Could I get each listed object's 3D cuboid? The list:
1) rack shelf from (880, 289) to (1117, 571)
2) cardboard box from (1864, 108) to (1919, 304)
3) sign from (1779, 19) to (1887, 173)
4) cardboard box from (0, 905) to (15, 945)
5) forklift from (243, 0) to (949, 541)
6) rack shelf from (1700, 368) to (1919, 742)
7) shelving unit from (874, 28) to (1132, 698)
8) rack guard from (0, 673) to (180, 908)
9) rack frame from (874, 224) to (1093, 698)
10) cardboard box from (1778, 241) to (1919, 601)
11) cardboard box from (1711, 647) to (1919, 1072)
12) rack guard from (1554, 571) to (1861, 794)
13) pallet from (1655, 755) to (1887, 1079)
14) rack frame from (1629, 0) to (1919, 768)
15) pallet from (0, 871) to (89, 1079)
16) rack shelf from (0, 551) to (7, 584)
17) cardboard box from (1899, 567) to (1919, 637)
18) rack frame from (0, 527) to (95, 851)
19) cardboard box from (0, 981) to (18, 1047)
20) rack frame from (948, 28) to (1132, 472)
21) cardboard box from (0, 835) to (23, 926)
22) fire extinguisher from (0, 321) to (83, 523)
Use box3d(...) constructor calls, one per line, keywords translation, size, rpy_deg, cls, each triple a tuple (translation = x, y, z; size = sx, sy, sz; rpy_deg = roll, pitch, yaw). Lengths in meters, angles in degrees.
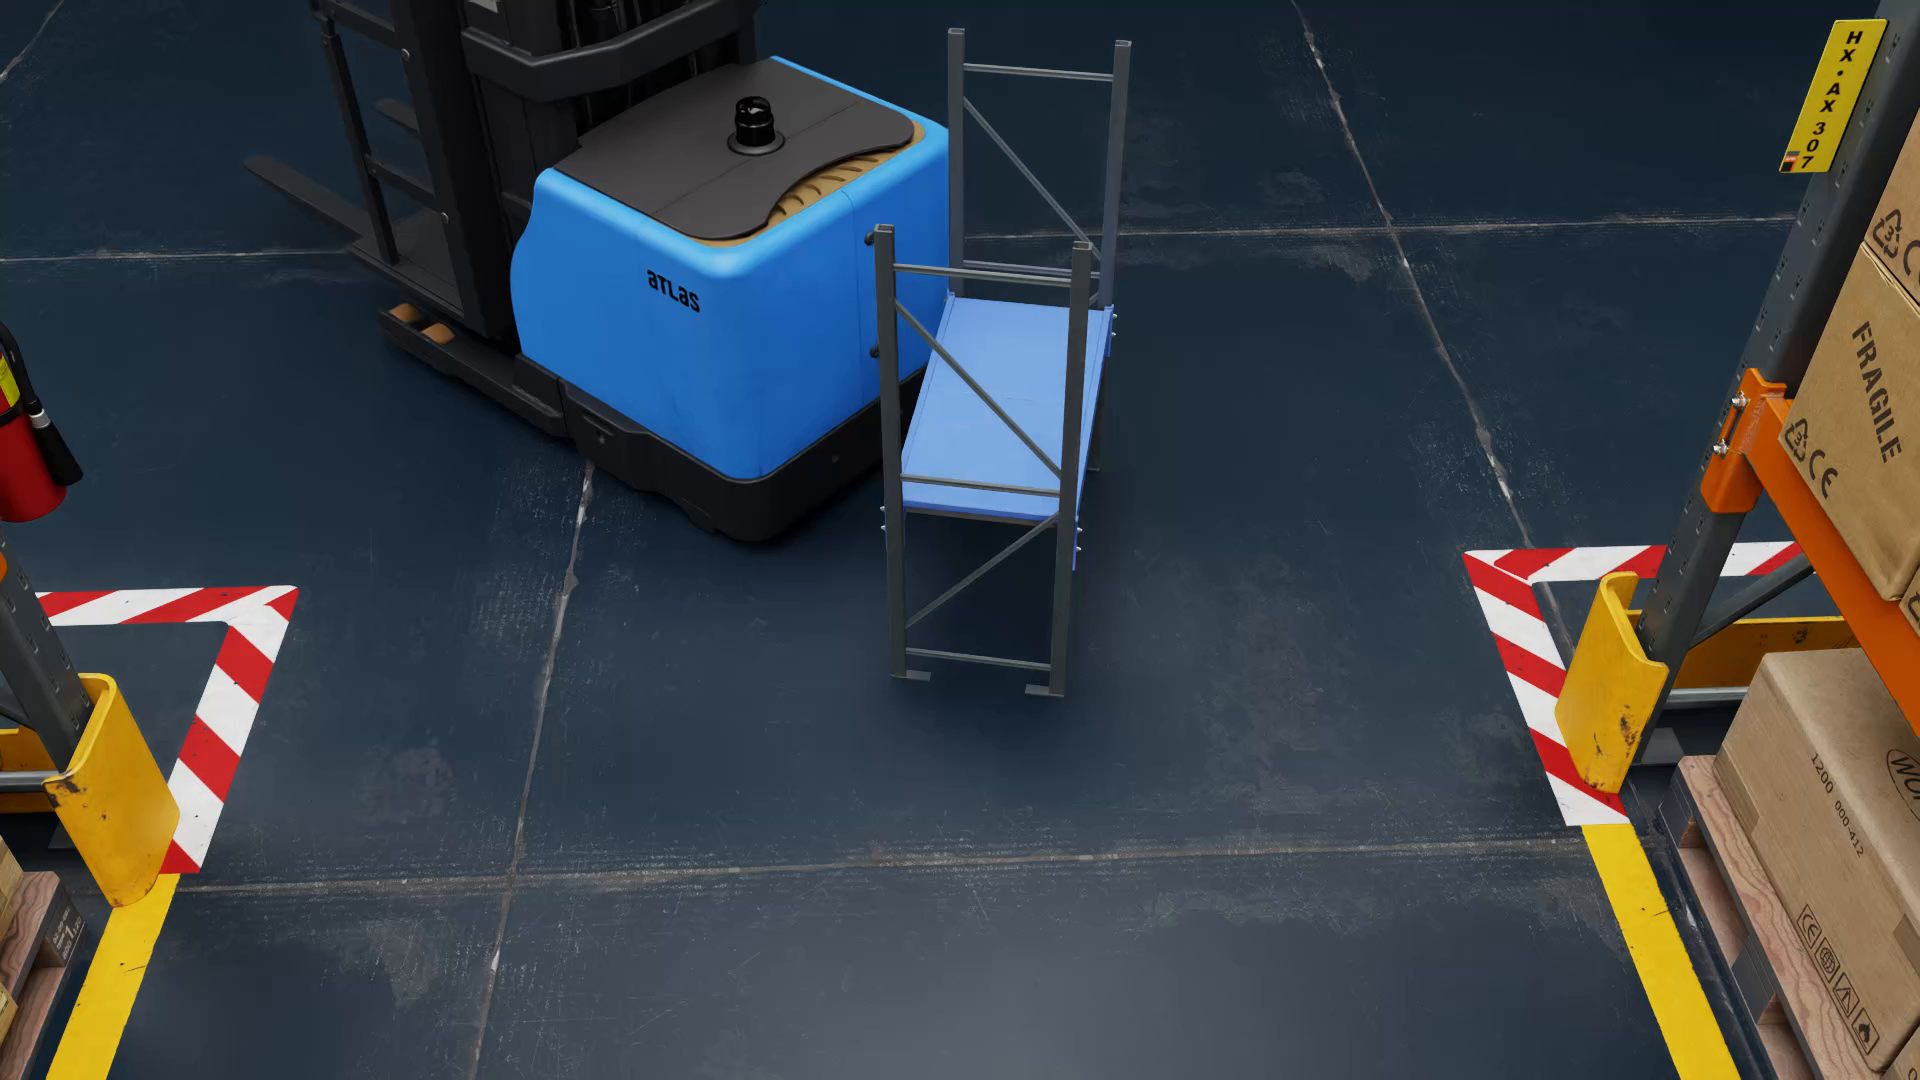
box3d(translation=(0.134, -0.344, 4.781), size=(0.538, 0.185, 1.000), rpy_deg=(6, 43, 7), cls="rack shelf")
box3d(translation=(2.010, -0.608, 2.879), size=(0.500, 0.500, 0.500), rpy_deg=(-3, 43, -3), cls="cardboard box")
box3d(translation=(1.719, -0.871, 3.281), size=(0.100, 0.325, 0.005), rpy_deg=(-2, 43, -2), cls="sign")
box3d(translation=(-2.436, 0.921, 3.824), size=(0.380, 0.149, 0.250), rpy_deg=(-1, 43, -1), cls="cardboard box")
box3d(translation=(-1.453, -1.923, 5.178), size=(3.031, 2.935, 1.130), rpy_deg=(30, 50, 28), cls="forklift")
box3d(translation=(2.359, 1.081, 2.384), size=(1.077, 0.370, 4.000), rpy_deg=(-2, 43, -2), cls="rack shelf")
box3d(translation=(0.134, -0.476, 4.660), size=(0.538, 1.500, 1.048), rpy_deg=(6, 43, 7), cls="shelving unit")
box3d(translation=(-2.664, 0.648, 4.173), size=(1.175, 0.500, 0.348), rpy_deg=(-2, 43, -2), cls="rack guard")
box3d(translation=(0.051, -0.137, 4.290), size=(0.500, 1.500, 0.032), rpy_deg=(6, 43, 7), cls="rack frame")
box3d(translation=(2.008, -0.239, 3.217), size=(0.500, 0.500, 0.500), rpy_deg=(-2, 43, -2), cls="cardboard box")
box3d(translation=(2.402, 0.698, 3.854), size=(0.875, 0.438, 0.875), rpy_deg=(-3, 43, -3), cls="cardboard box")
box3d(translation=(2.273, 0.370, 4.476), size=(1.175, 0.500, 0.348), rpy_deg=(-2, 43, -2), cls="rack guard")
box3d(translation=(2.386, 1.031, 3.969), size=(1.003, 0.211, 1.213), rpy_deg=(-2, 43, -2), cls="pallet")
box3d(translation=(2.274, -0.535, 3.614), size=(1.000, 3.000, 0.127), rpy_deg=(-2, 43, -2), cls="rack frame")
box3d(translation=(-2.665, 1.304, 3.671), size=(1.003, 0.211, 1.213), rpy_deg=(-2, 43, -2), cls="pallet")
box3d(translation=(-2.582, 1.291, 2.154), size=(1.077, 0.370, 4.000), rpy_deg=(-2, 43, -2), cls="rack shelf")
box3d(translation=(2.057, 0.101, 2.846), size=(0.500, 0.500, 0.500), rpy_deg=(-2, 43, -2), cls="cardboard box")
box3d(translation=(-2.667, -0.325, 3.384), size=(1.000, 3.000, 0.127), rpy_deg=(-2, 43, -2), cls="rack frame")
box3d(translation=(-2.324, 1.092, 3.638), size=(0.380, 0.149, 0.250), rpy_deg=(0, 43, 0), cls="cardboard box")
box3d(translation=(0.216, -0.815, 5.029), size=(0.500, 1.500, 0.032), rpy_deg=(6, 43, 7), cls="rack frame")
box3d(translation=(-2.360, 0.810, 3.725), size=(0.380, 0.149, 0.250), rpy_deg=(-3, 43, -3), cls="cardboard box")
box3d(translation=(-2.217, -0.342, 3.736), size=(0.296, 0.674, 0.183), rpy_deg=(-2, 43, -2), cls="fire extinguisher")
